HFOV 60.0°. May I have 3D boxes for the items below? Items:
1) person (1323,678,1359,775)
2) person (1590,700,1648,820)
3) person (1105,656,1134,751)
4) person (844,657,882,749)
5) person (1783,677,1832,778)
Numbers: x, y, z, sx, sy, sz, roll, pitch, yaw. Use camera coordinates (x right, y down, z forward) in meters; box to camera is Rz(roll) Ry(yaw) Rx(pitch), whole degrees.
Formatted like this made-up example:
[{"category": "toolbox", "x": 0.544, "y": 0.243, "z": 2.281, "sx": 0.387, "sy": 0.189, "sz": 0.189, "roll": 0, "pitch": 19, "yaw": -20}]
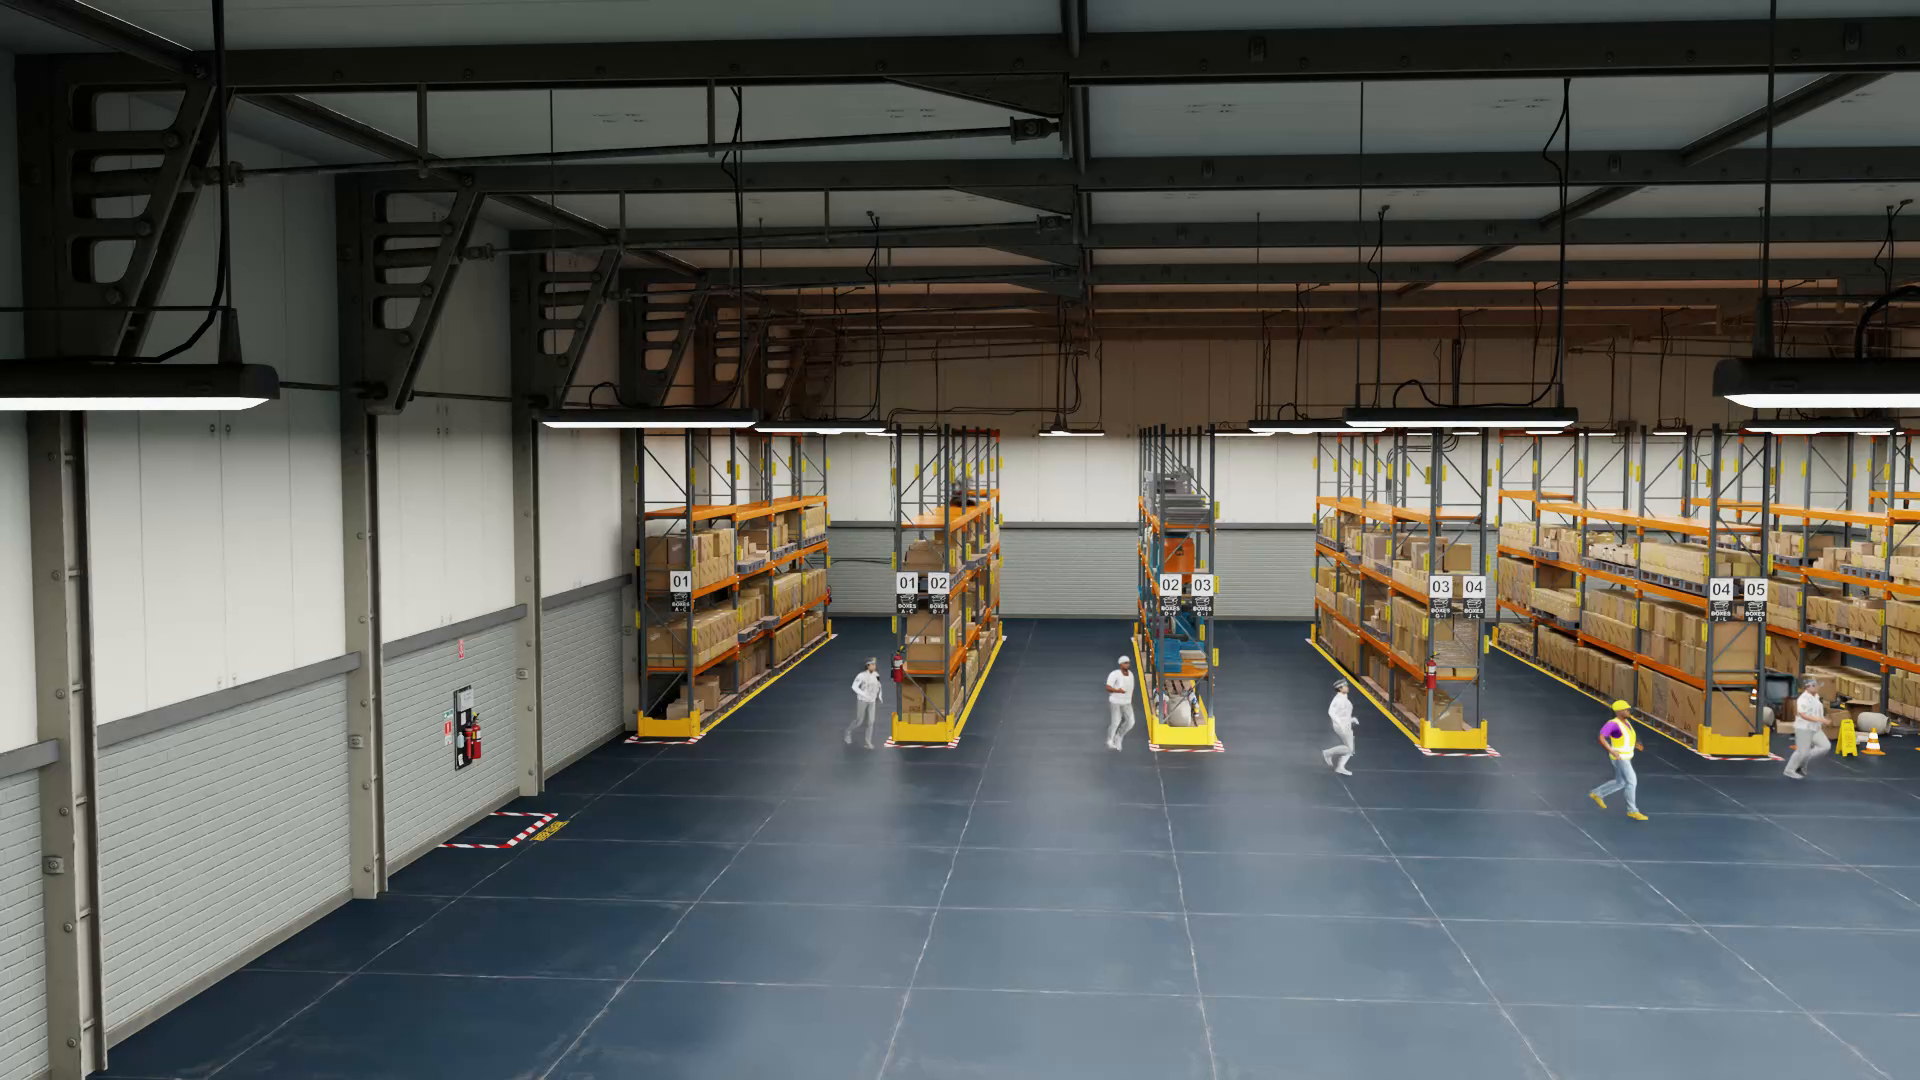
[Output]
[{"category": "person", "x": 6.510, "y": 3.172, "z": 28.413, "sx": 0.554, "sy": 1.652, "sz": 0.616, "roll": 2, "pitch": 4, "yaw": 27}, {"category": "person", "x": 9.983, "y": 3.301, "z": 25.130, "sx": 0.869, "sy": 1.766, "sz": 0.704, "roll": 3, "pitch": 4, "yaw": 38}, {"category": "person", "x": 3.003, "y": 3.003, "z": 30.529, "sx": 0.703, "sy": 1.750, "sz": 0.658, "roll": -2, "pitch": 4, "yaw": -28}, {"category": "person", "x": -1.699, "y": 3.002, "z": 30.901, "sx": 0.675, "sy": 1.657, "sz": 0.843, "roll": -2, "pitch": 4, "yaw": -35}, {"category": "person", "x": 14.279, "y": 3.122, "z": 27.883, "sx": 0.687, "sy": 1.690, "sz": 0.756, "roll": -2, "pitch": 4, "yaw": -34}]
